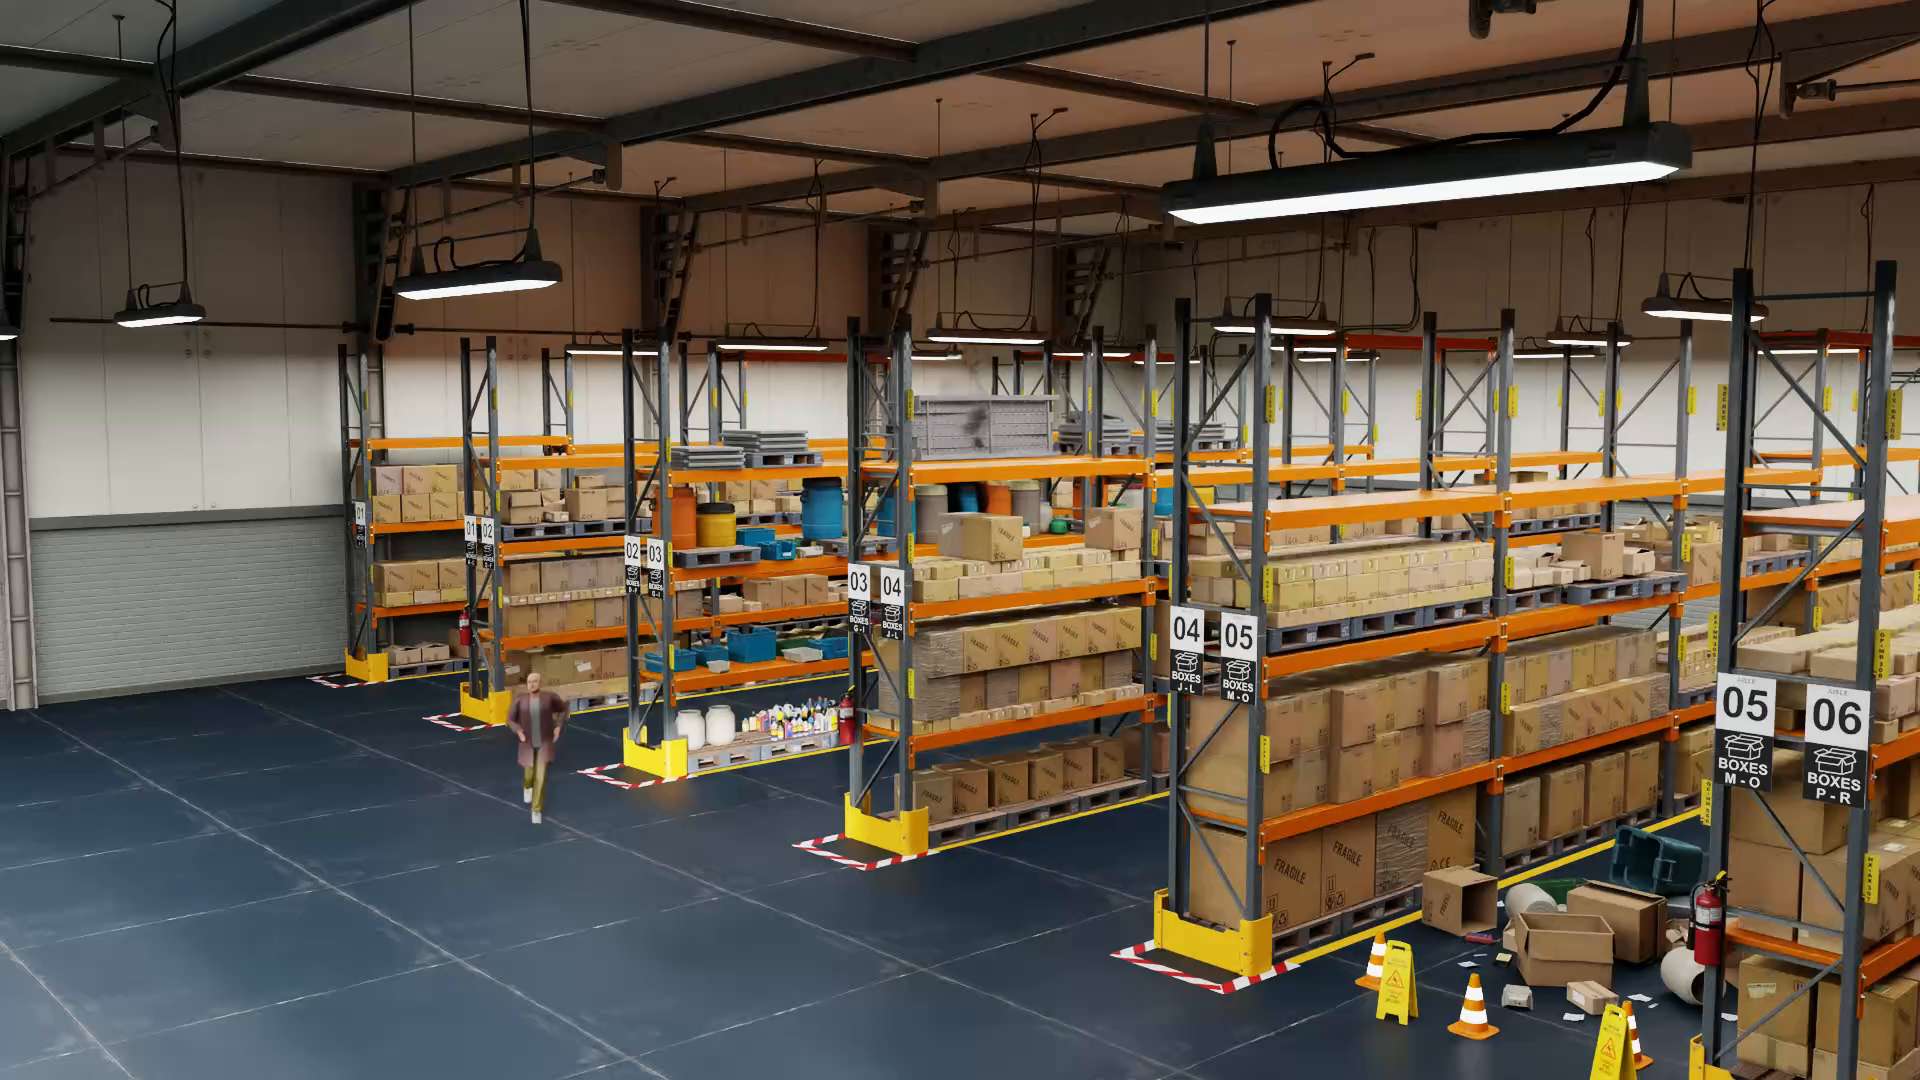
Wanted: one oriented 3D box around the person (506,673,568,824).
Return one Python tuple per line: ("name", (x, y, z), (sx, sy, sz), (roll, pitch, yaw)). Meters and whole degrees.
("person", (-5.145, 2.485, 20.249), (0.719, 1.779, 0.934), (-1, 5, -9))
